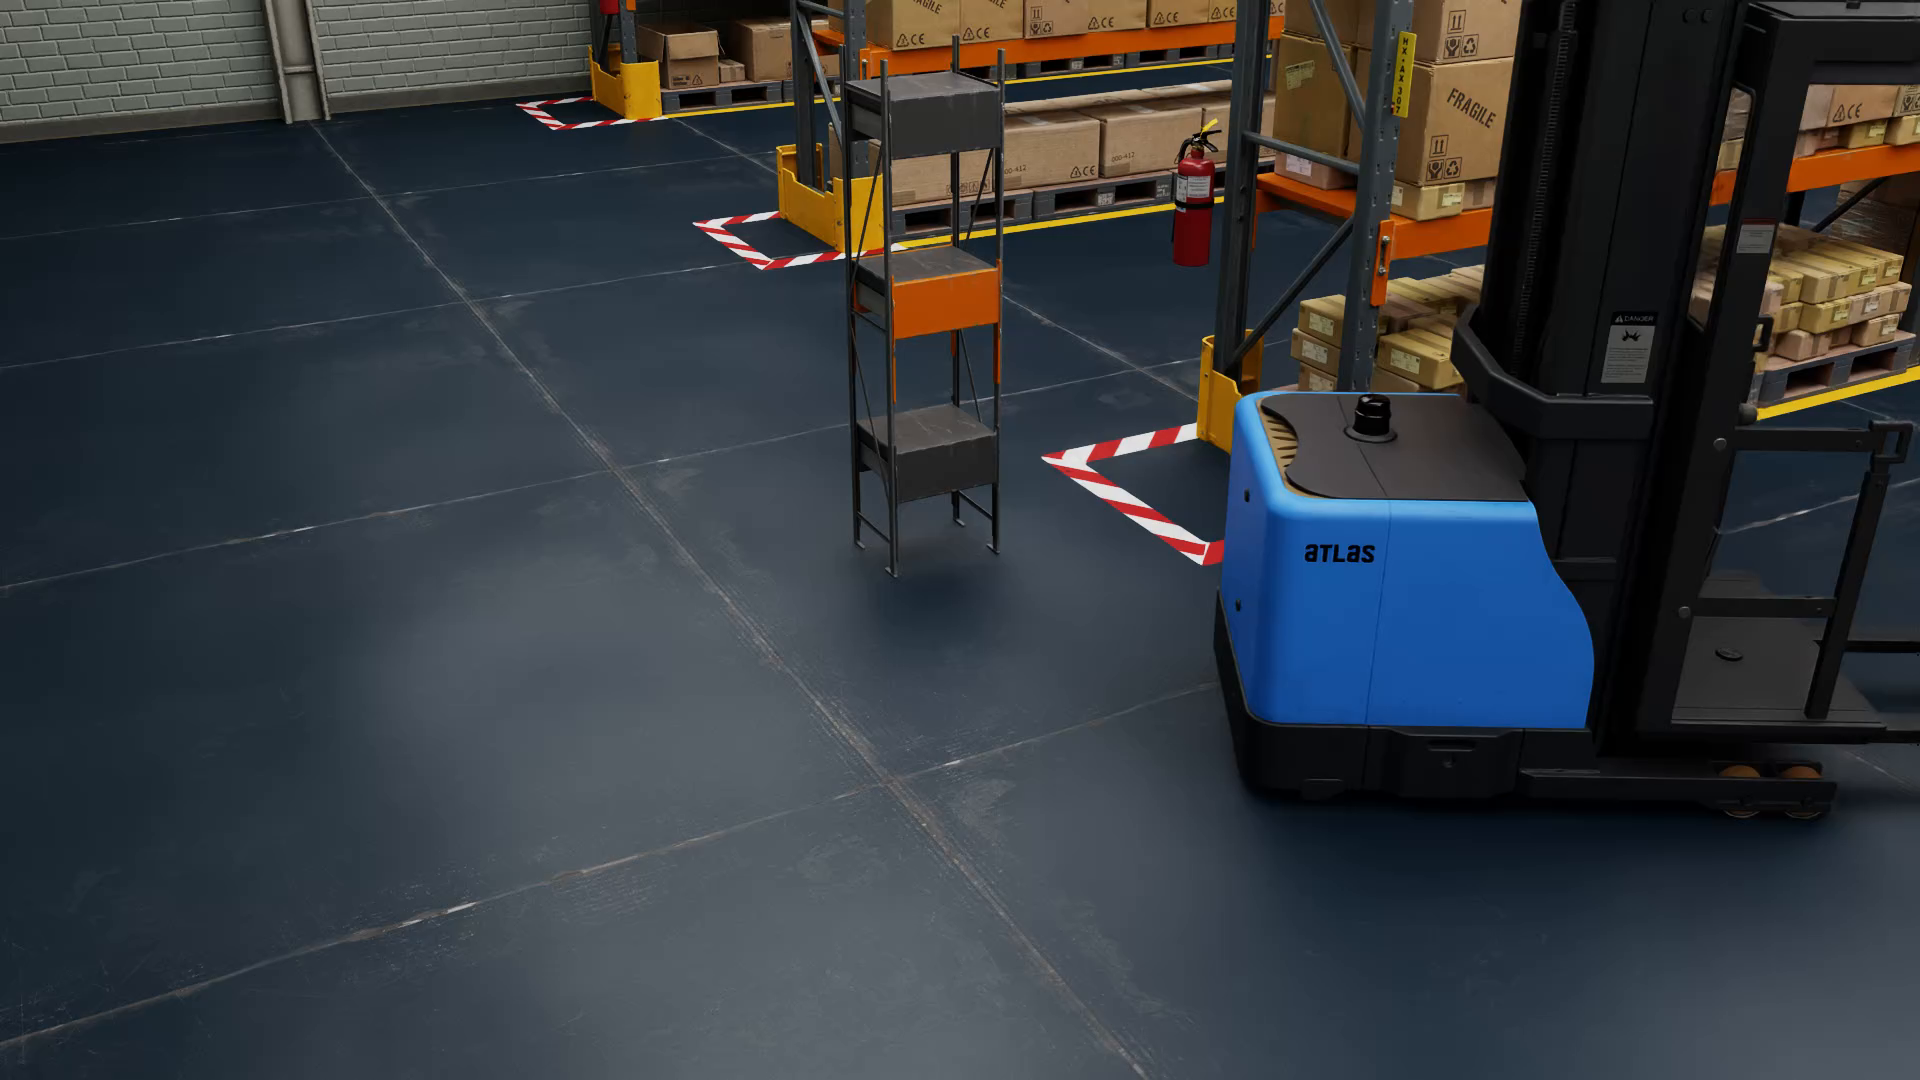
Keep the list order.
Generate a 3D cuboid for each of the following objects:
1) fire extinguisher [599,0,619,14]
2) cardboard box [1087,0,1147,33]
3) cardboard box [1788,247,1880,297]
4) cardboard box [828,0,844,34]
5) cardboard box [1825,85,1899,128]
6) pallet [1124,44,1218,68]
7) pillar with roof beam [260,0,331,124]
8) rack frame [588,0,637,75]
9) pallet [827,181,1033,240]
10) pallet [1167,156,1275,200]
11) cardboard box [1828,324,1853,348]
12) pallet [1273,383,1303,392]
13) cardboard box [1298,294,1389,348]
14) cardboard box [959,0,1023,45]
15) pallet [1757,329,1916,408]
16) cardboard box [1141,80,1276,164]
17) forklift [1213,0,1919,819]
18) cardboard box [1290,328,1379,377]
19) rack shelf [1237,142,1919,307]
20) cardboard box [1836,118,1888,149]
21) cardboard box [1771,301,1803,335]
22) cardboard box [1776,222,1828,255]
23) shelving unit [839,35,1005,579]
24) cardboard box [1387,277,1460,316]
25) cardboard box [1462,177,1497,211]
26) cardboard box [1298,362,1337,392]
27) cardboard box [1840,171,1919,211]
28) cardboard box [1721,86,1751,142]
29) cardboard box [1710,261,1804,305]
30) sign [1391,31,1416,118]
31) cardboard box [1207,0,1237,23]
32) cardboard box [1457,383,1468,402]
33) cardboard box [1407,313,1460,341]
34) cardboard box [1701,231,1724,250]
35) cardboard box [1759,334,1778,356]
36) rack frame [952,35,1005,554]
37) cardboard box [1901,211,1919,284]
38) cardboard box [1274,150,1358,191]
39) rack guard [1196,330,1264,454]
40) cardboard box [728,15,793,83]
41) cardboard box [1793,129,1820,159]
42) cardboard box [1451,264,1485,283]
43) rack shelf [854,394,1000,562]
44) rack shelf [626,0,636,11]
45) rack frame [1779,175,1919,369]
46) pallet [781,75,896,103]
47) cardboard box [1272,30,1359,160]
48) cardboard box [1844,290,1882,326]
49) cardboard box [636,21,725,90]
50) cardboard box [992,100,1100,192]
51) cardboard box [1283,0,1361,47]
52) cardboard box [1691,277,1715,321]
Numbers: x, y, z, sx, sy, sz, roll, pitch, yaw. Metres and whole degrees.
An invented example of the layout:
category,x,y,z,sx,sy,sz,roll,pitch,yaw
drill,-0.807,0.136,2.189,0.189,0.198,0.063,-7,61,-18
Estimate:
category,x,y,z,sx,sy,sz,roll,pitch,yaw
fire extinguisher,-3.148,-5.040,14.802,0.183,0.674,0.296,-13,29,-25
cardboard box,0.986,-3.907,11.806,0.500,0.500,0.500,-12,28,-23
cardboard box,4.653,-1.433,8.890,0.250,0.149,0.380,-13,28,-24
cardboard box,-0.596,-3.799,11.582,0.500,0.500,0.500,-13,28,-25
cardboard box,4.298,-2.367,8.255,0.500,0.500,0.500,-14,29,-26
pallet,2.071,-5.438,18.332,1.213,0.211,1.003,-13,29,-25
pillar with roof beam,-4.013,-6.305,9.985,0.400,9.000,9.100,-13,29,-25
rack frame,-3.236,-5.450,15.135,0.127,3.000,1.000,-13,29,-25
pallet,-0.228,-2.490,12.193,1.213,0.211,1.003,-13,29,-25
pallet,1.925,-2.987,13.228,1.213,0.211,1.003,-13,29,-25
cardboard box,4.597,-1.173,9.036,0.250,0.149,0.380,-12,28,-24
pallet,2.322,-0.595,8.246,1.213,0.211,1.003,-13,29,-25
cardboard box,1.869,-1.062,8.117,0.250,0.149,0.380,-13,28,-25
cardboard box,0.095,-3.702,11.379,0.500,0.500,0.500,-13,29,-26
pallet,4.475,-1.092,9.281,1.213,0.211,1.003,-13,29,-25
cardboard box,2.028,-3.317,13.168,0.875,0.438,0.875,-13,29,-26
forklift,2.453,-0.655,5.228,3.031,2.935,1.130,1,26,2
cardboard box,1.853,-0.940,8.206,0.250,0.149,0.380,-14,29,-26
rack shelf,3.286,-1.768,8.298,4.000,0.370,1.077,-13,29,-25
cardboard box,4.469,-2.113,8.476,0.250,0.149,0.380,-12,28,-23
cardboard box,4.194,-1.217,8.785,0.250,0.149,0.380,-13,28,-25
cardboard box,4.650,-1.681,9.406,0.250,0.149,0.380,-12,28,-23
shelving unit,-0.146,-0.913,6.725,0.503,2.100,0.431,-13,29,-25
cardboard box,2.287,-1.192,8.389,0.250,0.149,0.380,-14,29,-26
cardboard box,2.167,-1.580,7.366,0.250,0.149,0.380,-12,28,-23
cardboard box,1.888,-0.776,8.209,0.250,0.149,0.380,-12,28,-24
cardboard box,5.589,-2.148,9.795,0.500,0.250,0.500,-14,29,-26
cardboard box,3.393,-2.170,7.844,0.500,0.500,0.500,-14,29,-26
cardboard box,4.171,-1.356,8.731,0.250,0.149,0.380,-12,28,-23
sign,1.777,-1.868,6.675,0.005,0.325,0.100,-13,29,-25
cardboard box,1.892,-4.116,12.241,0.500,0.500,0.500,-14,29,-26
cardboard box,2.373,-0.766,7.845,0.250,0.149,0.380,-13,29,-25
cardboard box,2.330,-0.936,7.856,0.250,0.149,0.380,-12,28,-24
cardboard box,4.179,-1.577,9.190,0.250,0.149,0.380,-13,29,-26
cardboard box,4.104,-1.087,8.857,0.250,0.149,0.380,-14,29,-26
rack frame,0.069,-0.963,6.829,0.015,2.100,0.400,-13,29,-25
cardboard box,5.828,-1.611,9.543,0.500,0.500,0.500,-12,28,-23
cardboard box,1.676,-1.746,7.711,0.250,0.149,0.380,-13,29,-25
rack guard,1.589,-0.574,7.867,0.348,0.500,1.175,-13,29,-25
cardboard box,-1.879,-4.760,16.101,0.500,0.500,0.700,-12,28,-23
cardboard box,4.005,-2.003,8.247,0.250,0.149,0.380,-14,29,-27
cardboard box,2.756,-1.297,8.607,0.250,0.149,0.380,-12,28,-23
rack shelf,-0.146,-0.270,7.034,0.480,0.518,0.431,-13,29,-25
rack shelf,-1.471,-5.533,16.139,4.000,0.370,1.077,-13,29,-25
rack frame,5.051,-2.500,8.990,0.127,3.000,1.000,-13,29,-25
pallet,-1.391,-4.617,16.624,1.213,0.211,1.003,-13,29,-25
cardboard box,1.797,-2.054,7.603,0.500,0.500,0.500,-12,28,-24
cardboard box,4.690,-1.292,8.941,0.250,0.149,0.380,-14,29,-28
cardboard box,-2.652,-4.602,15.768,0.637,0.503,0.797,-14,29,-27
cardboard box,0.442,-2.951,12.406,0.875,0.438,0.875,-12,28,-24
cardboard box,1.808,-2.503,7.383,0.500,0.500,0.500,-14,29,-26
cardboard box,3.743,-1.206,8.418,0.250,0.149,0.380,-14,29,-27
